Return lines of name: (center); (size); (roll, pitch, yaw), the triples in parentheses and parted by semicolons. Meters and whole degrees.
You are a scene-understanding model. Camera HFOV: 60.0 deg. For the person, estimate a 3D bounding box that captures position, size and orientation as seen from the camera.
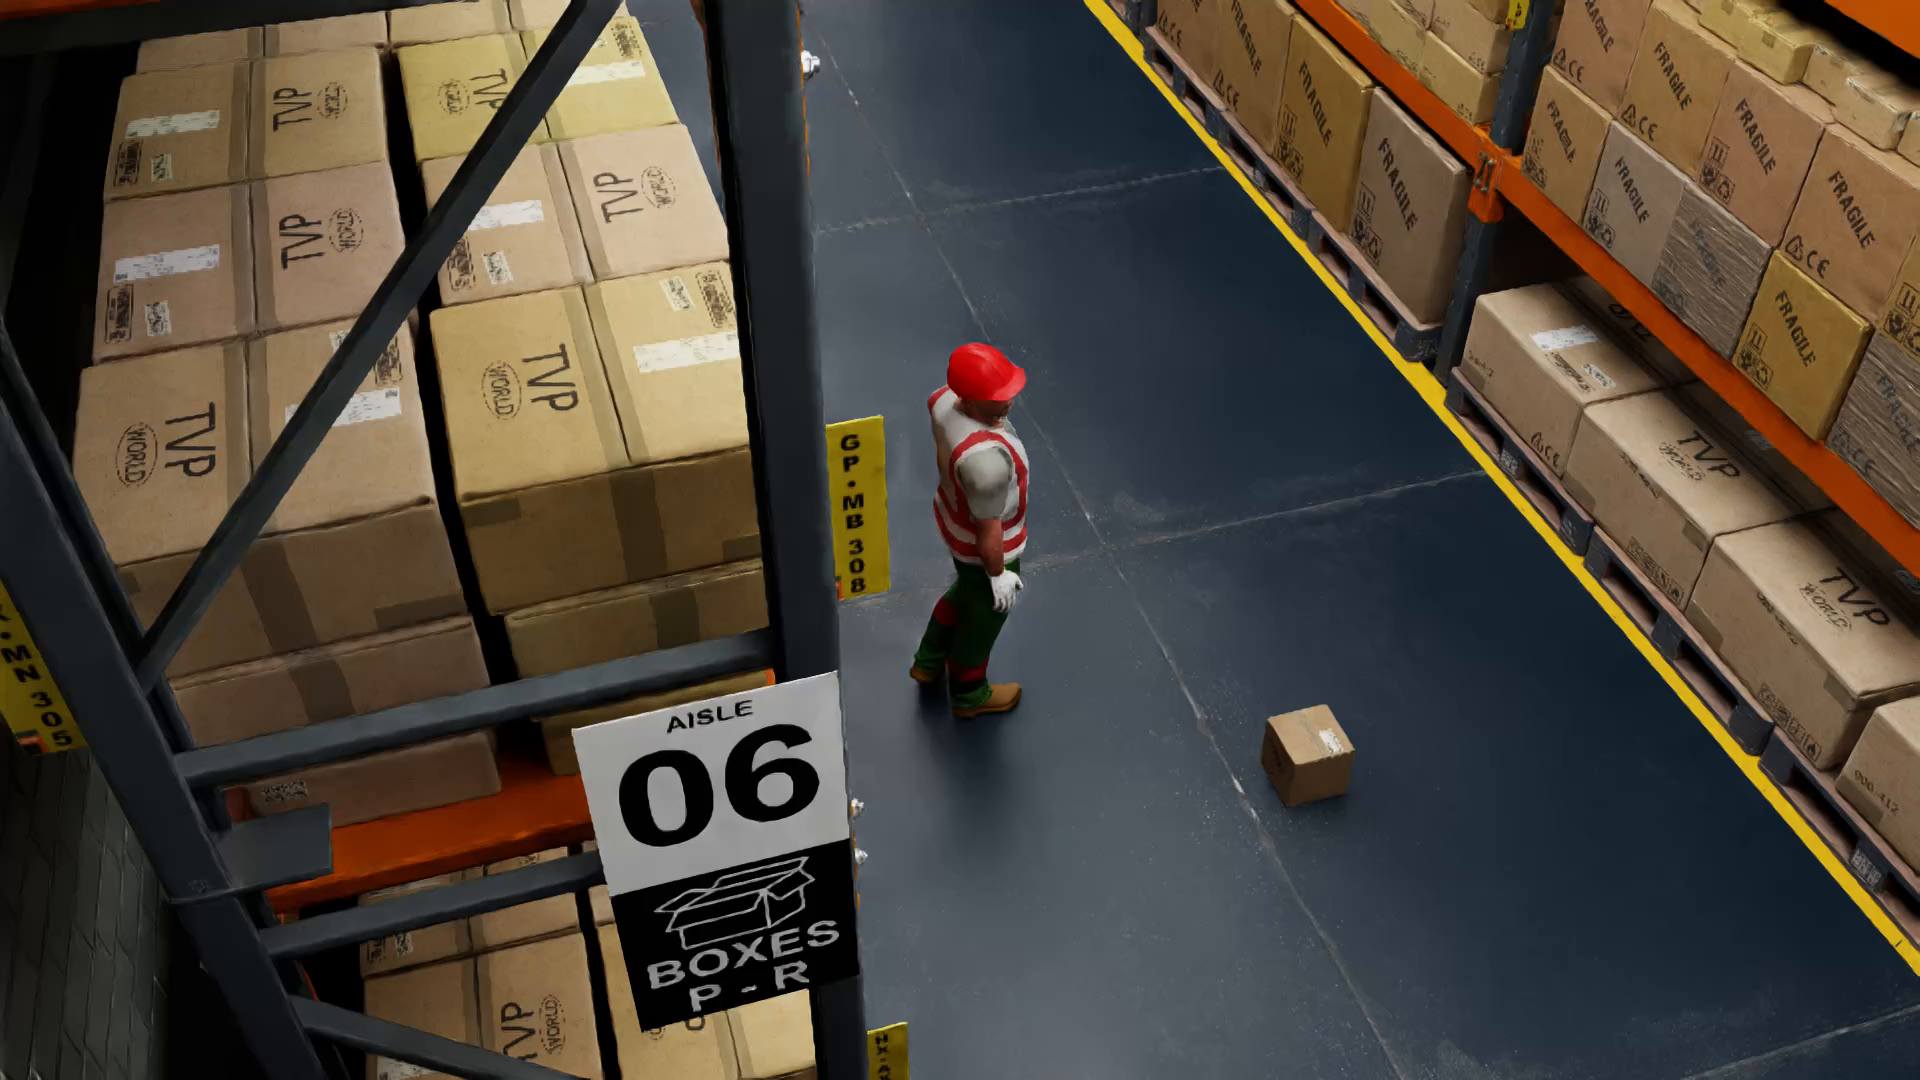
person: (0.031, -0.013, 6.135); (0.442, 1.786, 0.578); (-11, 43, -12)
